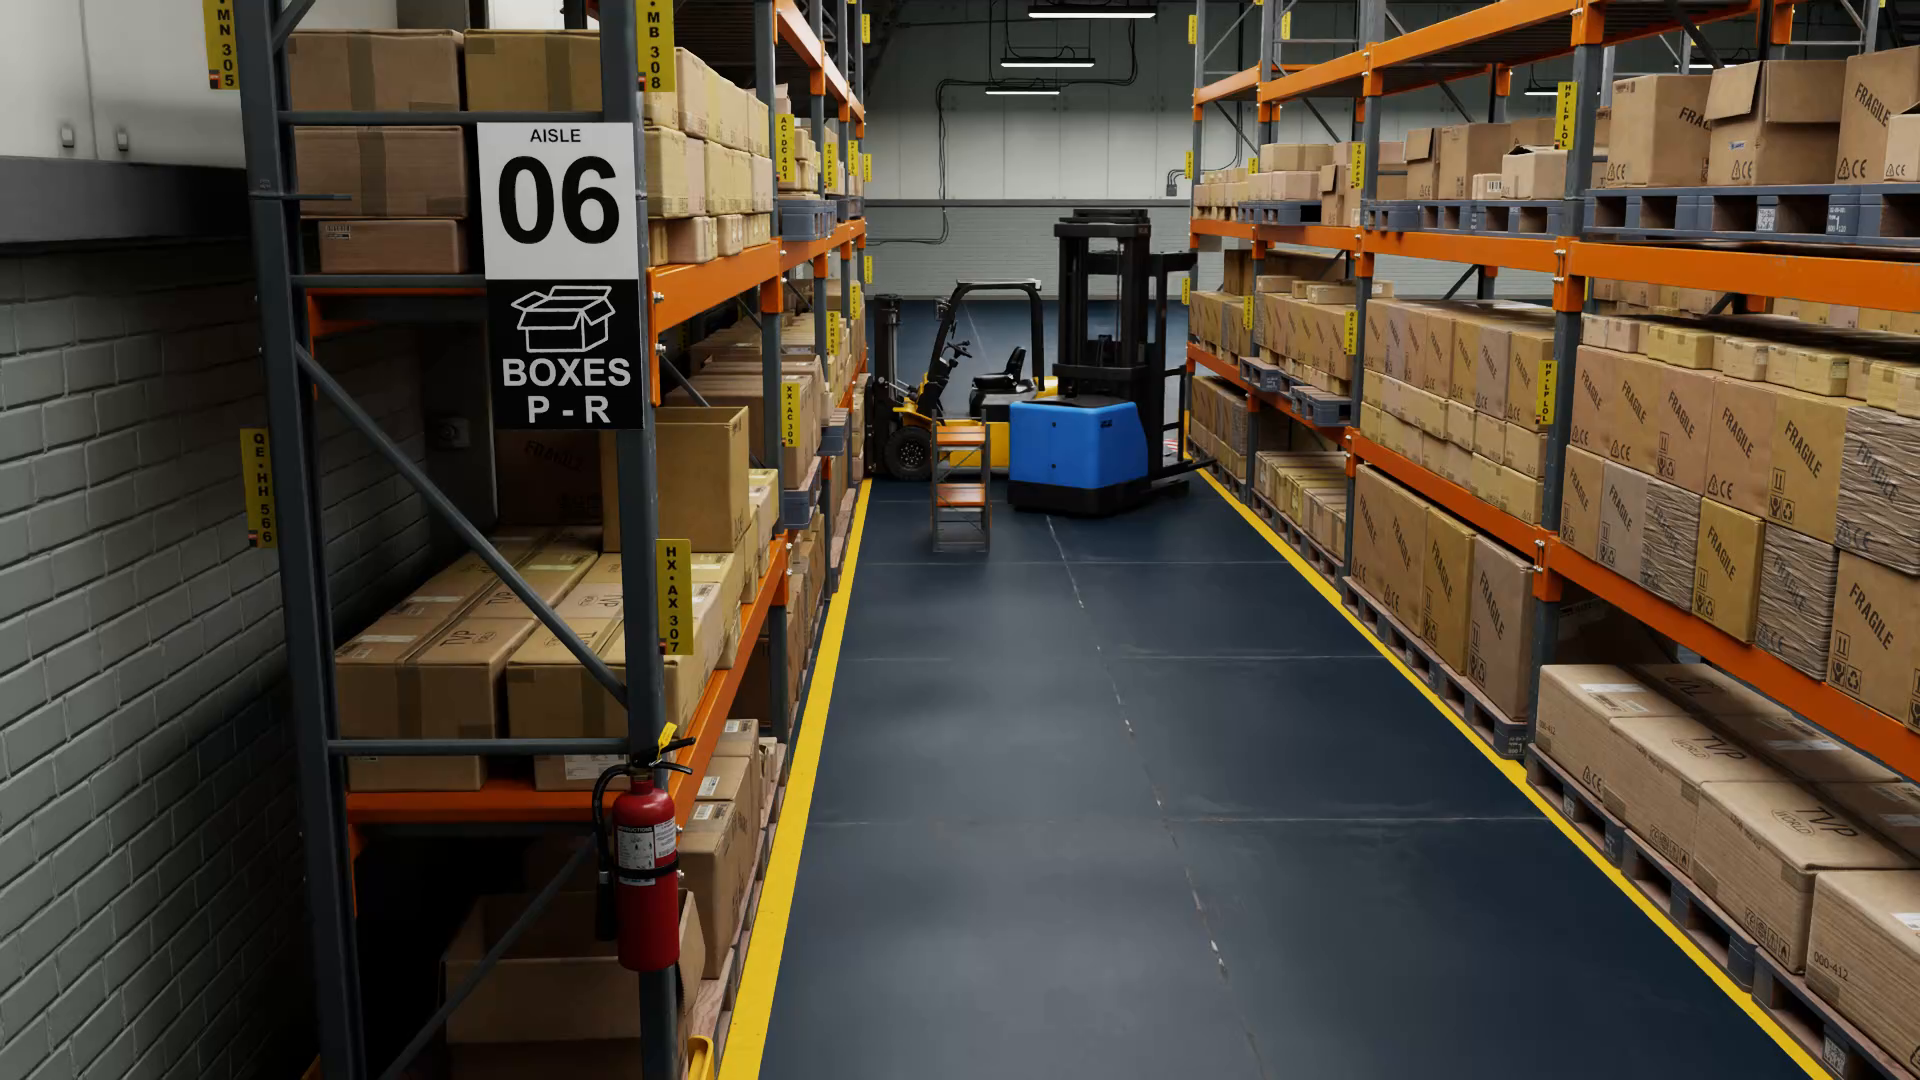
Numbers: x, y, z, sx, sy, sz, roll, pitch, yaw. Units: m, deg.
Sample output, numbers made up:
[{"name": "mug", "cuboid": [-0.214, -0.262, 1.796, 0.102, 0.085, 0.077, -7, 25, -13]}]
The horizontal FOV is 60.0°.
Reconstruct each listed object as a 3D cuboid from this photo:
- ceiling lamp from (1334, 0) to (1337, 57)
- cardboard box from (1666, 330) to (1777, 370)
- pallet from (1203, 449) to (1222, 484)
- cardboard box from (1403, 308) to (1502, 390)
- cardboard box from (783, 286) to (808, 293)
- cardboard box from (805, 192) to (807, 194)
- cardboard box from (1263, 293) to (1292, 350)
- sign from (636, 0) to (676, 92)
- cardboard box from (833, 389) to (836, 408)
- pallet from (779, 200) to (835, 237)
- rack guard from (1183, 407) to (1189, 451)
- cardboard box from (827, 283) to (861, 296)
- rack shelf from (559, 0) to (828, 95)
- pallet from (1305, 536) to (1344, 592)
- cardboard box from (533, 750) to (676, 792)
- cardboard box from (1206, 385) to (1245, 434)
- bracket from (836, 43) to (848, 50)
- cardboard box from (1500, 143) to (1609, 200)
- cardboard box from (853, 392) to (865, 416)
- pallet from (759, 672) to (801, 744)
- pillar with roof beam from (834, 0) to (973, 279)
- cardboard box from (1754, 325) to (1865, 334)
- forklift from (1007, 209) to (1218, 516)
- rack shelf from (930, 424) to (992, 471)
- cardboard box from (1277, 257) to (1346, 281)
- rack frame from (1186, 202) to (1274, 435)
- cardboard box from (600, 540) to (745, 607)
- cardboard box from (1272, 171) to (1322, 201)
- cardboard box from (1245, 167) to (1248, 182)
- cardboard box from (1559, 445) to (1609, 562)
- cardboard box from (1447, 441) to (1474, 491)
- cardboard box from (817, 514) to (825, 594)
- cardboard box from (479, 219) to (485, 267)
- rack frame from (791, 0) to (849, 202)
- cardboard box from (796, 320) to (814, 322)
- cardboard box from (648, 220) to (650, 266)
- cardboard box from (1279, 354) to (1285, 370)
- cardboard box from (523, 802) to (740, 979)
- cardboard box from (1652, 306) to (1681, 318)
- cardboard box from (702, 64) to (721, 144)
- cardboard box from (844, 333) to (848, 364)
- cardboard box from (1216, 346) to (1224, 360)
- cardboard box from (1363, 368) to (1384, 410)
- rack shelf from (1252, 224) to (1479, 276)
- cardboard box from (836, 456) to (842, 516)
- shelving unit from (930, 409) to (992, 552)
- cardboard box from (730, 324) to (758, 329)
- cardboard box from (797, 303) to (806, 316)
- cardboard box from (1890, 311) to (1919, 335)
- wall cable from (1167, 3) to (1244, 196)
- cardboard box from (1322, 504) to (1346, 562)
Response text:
[{"name": "ceiling lamp", "cuboid": [9.052, -13.500, 44.288, 2.000, 3.185, 0.800, 0, 11, -1]}, {"name": "cardboard box", "cuboid": [3.289, -0.821, 7.163, 0.380, 0.149, 0.250, -1, 11, -3]}, {"name": "pallet", "cuboid": [3.310, -0.832, 18.629, 1.003, 0.211, 1.213, 0, 11, -1]}, {"name": "cardboard box", "cuboid": [3.251, -1.265, 10.986, 0.500, 0.500, 0.500, 0, 11, 0]}, {"name": "cardboard box", "cuboid": [-1.852, -2.681, 18.098, 0.380, 0.149, 0.250, 0, 11, 0]}, {"name": "cardboard box", "cuboid": [-1.259, -2.477, 11.552, 0.380, 0.149, 0.250, -1, 11, -2]}, {"name": "cardboard box", "cuboid": [3.121, -2.029, 15.459, 0.500, 0.500, 0.500, 0, 11, -1]}, {"name": "sign", "cuboid": [-0.785, -1.316, 4.260, 0.100, 0.325, 0.005, 0, 11, -1]}, {"name": "cardboard box", "cuboid": [-1.263, -1.121, 13.420, 0.500, 0.250, 0.500, 0, 11, -2]}, {"name": "pallet", "cuboid": [-1.378, -1.925, 9.930, 1.213, 0.211, 1.003, 0, 11, -1]}, {"name": "rack guard", "cuboid": [3.306, -1.377, 20.589, 1.175, 0.500, 0.348, 0, 11, -1]}, {"name": "cardboard box", "cuboid": [-1.324, -2.836, 18.865, 0.380, 0.149, 0.250, 0, 11, 0]}, {"name": "rack shelf", "cuboid": [-1.451, -3.000, 10.027, 1.077, 0.370, 4.000, 0, 11, -1]}, {"name": "pallet", "cuboid": [3.455, 0.184, 13.619, 1.003, 0.211, 1.213, 0, 11, -1]}, {"name": "cardboard box", "cuboid": [-1.060, 0.641, 4.986, 0.380, 0.149, 0.250, 0, 11, -2]}, {"name": "cardboard box", "cuboid": [3.063, -1.473, 18.749, 0.500, 0.500, 0.500, 0, 11, 0]}, {"name": "bracket", "cuboid": [-2.553, -10.655, 35.893, 0.235, 0.232, 0.430, 0, 11, -1]}, {"name": "cardboard box", "cuboid": [3.325, -2.038, 9.185, 0.500, 0.311, 0.500, 0, 11, -1]}, {"name": "cardboard box", "cuboid": [-1.294, -1.447, 17.993, 0.500, 0.250, 0.500, 0, 11, 1]}, {"name": "pallet", "cuboid": [-1.464, 0.995, 9.626, 1.003, 0.211, 1.213, 0, 11, -1]}, {"name": "pillar with roof beam", "cuboid": [1.264, -10.182, 42.617, 9.100, 9.000, 0.548, 0, 11, -1]}, {"name": "cardboard box", "cuboid": [3.793, -0.876, 7.435, 0.380, 0.149, 0.250, 0, 11, -2]}, {"name": "forklift", "cuboid": [1.734, -1.915, 17.125, 1.130, 2.935, 3.031, 8, 14, 35]}, {"name": "rack shelf", "cuboid": [0.000, -0.837, 14.882, 0.538, 0.278, 1.000, 0, 11, -1]}, {"name": "cardboard box", "cuboid": [3.595, -2.595, 16.792, 0.700, 0.500, 0.500, 0, 11, -2]}, {"name": "rack frame", "cuboid": [3.305, -2.617, 20.415, 1.000, 3.000, 0.127, 0, 11, -1]}, {"name": "cardboard box", "cuboid": [-1.123, 0.118, 6.560, 0.500, 0.250, 0.500, -1, 11, -3]}, {"name": "cardboard box", "cuboid": [3.043, -3.106, 14.600, 0.500, 0.250, 0.500, 0, 11, -2]}, {"name": "cardboard box", "cuboid": [3.080, -3.673, 16.703, 0.380, 0.149, 0.250, -1, 11, -3]}, {"name": "cardboard box", "cuboid": [3.301, -0.186, 8.182, 0.500, 0.500, 0.500, 0, 11, 1]}, {"name": "cardboard box", "cuboid": [3.291, -0.448, 10.100, 0.500, 0.250, 0.500, -1, 11, -3]}, {"name": "cardboard box", "cuboid": [-1.269, 0.097, 12.269, 0.500, 0.500, 0.500, 0, 11, 0]}, {"name": "cardboard box", "cuboid": [-1.632, -0.877, 4.927, 0.380, 0.149, 0.250, 0, 11, 0]}, {"name": "rack frame", "cuboid": [-1.575, -4.741, 15.795, 1.000, 3.000, 0.127, 0, 11, -1]}, {"name": "cardboard box", "cuboid": [-1.290, -1.897, 14.981, 0.380, 0.149, 0.250, -1, 11, -3]}, {"name": "cardboard box", "cuboid": [-1.133, -0.879, 4.934, 0.380, 0.149, 0.250, 0, 11, 0]}, {"name": "cardboard box", "cuboid": [3.125, -1.637, 15.157, 0.380, 0.149, 0.250, 0, 11, 0]}, {"name": "cardboard box", "cuboid": [-1.224, 1.312, 6.280, 0.700, 0.500, 0.500, 0, 11, 1]}, {"name": "cardboard box", "cuboid": [8.276, -2.331, 18.629, 0.875, 0.550, 0.500, 0, 11, -1]}, {"name": "cardboard box", "cuboid": [-1.101, -1.493, 5.702, 0.500, 0.250, 0.500, 0, 11, -2]}, {"name": "cardboard box", "cuboid": [-1.292, -1.774, 15.377, 0.500, 0.250, 0.500, -1, 11, -3]}, {"name": "cardboard box", "cuboid": [3.035, -2.065, 18.328, 0.380, 0.149, 0.250, 0, 11, -1]}, {"name": "cardboard box", "cuboid": [3.234, -1.097, 12.040, 0.500, 0.250, 0.500, 0, 11, -2]}, {"name": "rack shelf", "cuboid": [3.429, -2.542, 14.309, 1.077, 0.370, 4.000, 0, 11, -1]}, {"name": "cardboard box", "cuboid": [-1.545, -0.585, 15.314, 0.875, 0.625, 0.625, 0, 11, -2]}, {"name": "shelving unit", "cuboid": [0.000, -0.550, 14.941, 0.538, 1.125, 1.048, 0, 11, -1]}, {"name": "cardboard box", "cuboid": [-1.797, -1.794, 14.474, 0.380, 0.149, 0.250, 0, 11, -1]}, {"name": "cardboard box", "cuboid": [-1.832, -2.434, 17.630, 0.380, 0.149, 0.250, 0, 11, 1]}, {"name": "cardboard box", "cuboid": [8.393, -1.898, 14.105, 0.700, 0.500, 0.500, 0, 11, -2]}, {"name": "wall cable", "cuboid": [7.588, -13.651, 51.161, 2.305, 6.003, 0.169, 0, 11, -1]}, {"name": "cardboard box", "cuboid": [3.468, -0.057, 13.350, 0.950, 0.372, 0.625, -1, 12, -5]}]
